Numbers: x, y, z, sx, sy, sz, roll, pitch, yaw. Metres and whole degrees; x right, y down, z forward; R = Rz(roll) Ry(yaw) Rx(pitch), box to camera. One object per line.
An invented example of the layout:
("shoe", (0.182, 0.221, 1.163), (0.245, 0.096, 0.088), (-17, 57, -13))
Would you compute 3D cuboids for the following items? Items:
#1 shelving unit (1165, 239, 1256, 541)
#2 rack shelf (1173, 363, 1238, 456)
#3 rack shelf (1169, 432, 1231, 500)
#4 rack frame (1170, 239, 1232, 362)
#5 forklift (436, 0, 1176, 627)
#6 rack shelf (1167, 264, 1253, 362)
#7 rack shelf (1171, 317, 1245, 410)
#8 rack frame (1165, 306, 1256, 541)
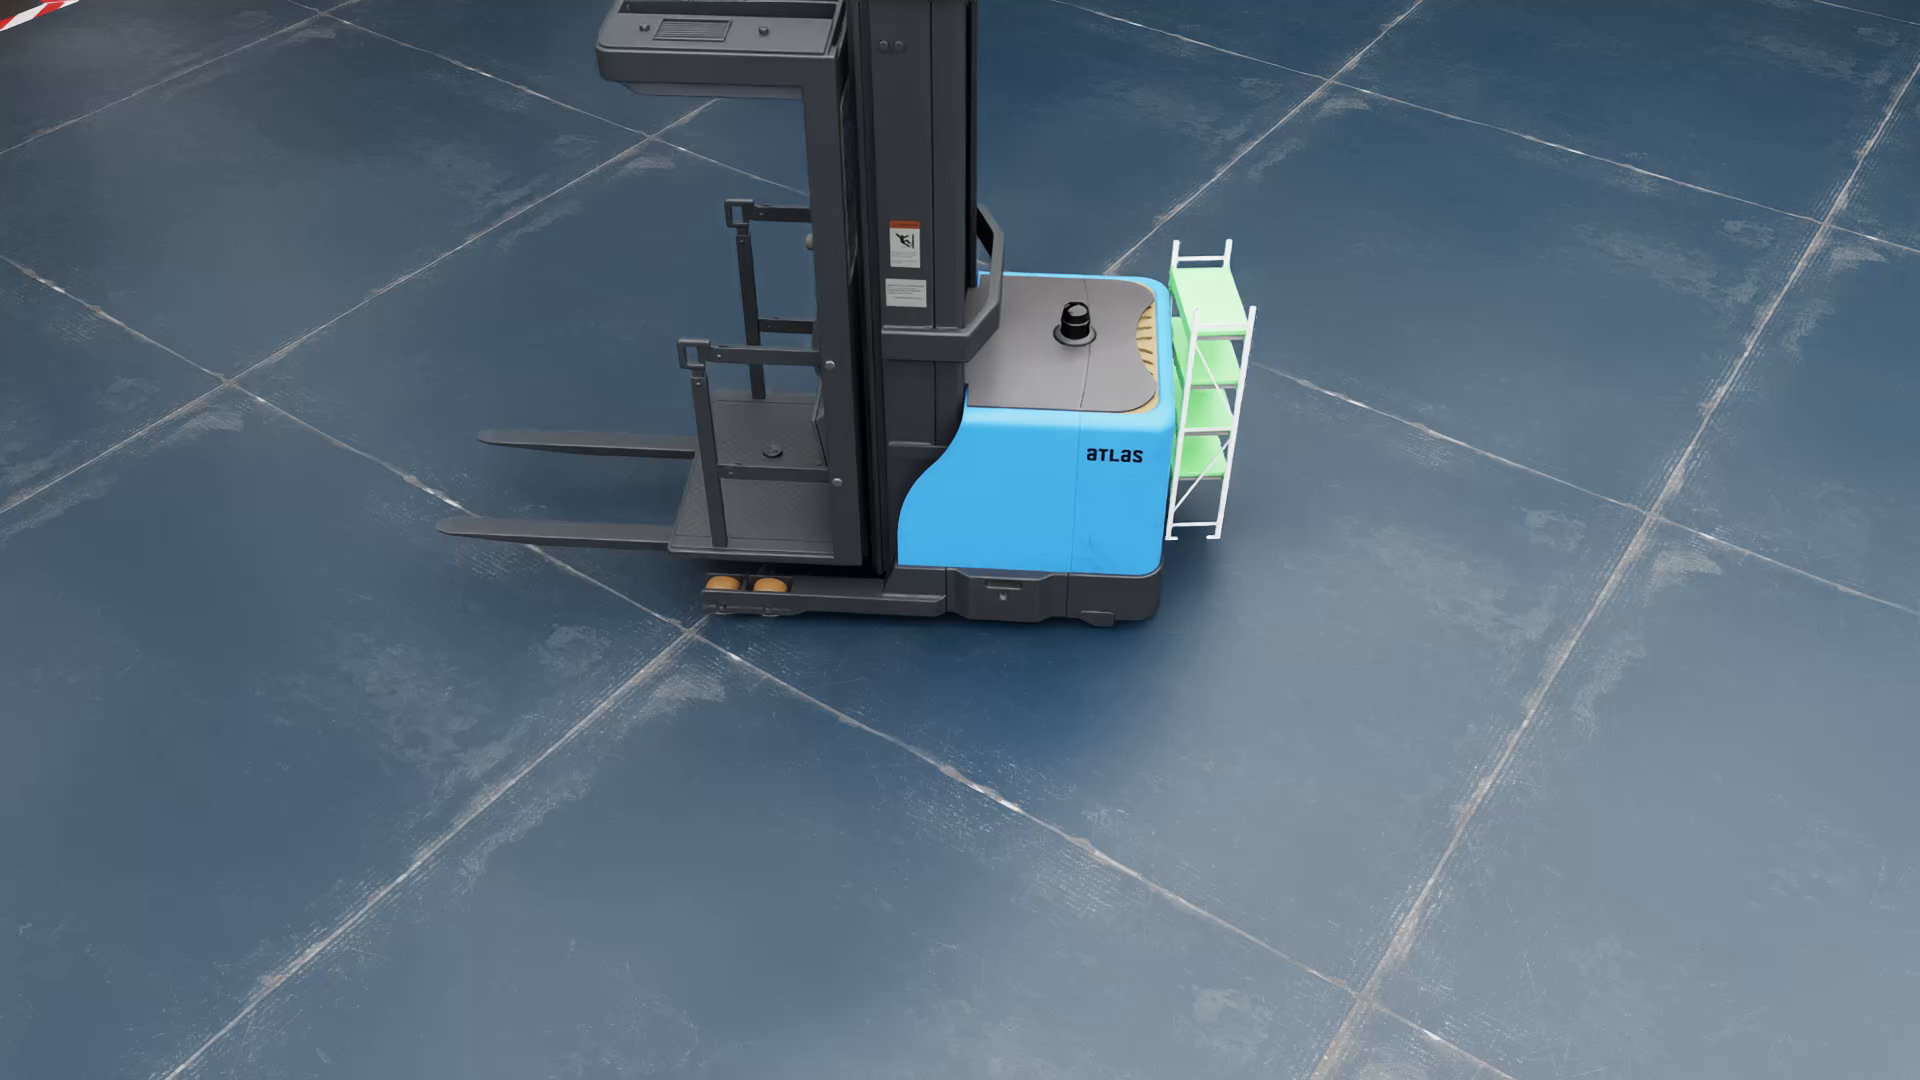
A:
("shelving unit", (1.005, -0.616, 7.036), (0.258, 1.200, 0.503), (-2, 42, -3))
("rack shelf", (1.004, -0.568, 7.078), (0.258, 0.148, 0.480), (-2, 42, -3))
("rack shelf", (1.001, -0.389, 7.238), (0.258, 0.148, 0.480), (-2, 42, -3))
("rack frame", (0.989, -0.778, 7.217), (0.240, 1.200, 0.015), (-2, 42, -3))
("forklift", (-0.665, -1.123, 6.306), (3.031, 2.935, 1.130), (3, 42, 3))
("rack shelf", (1.011, -0.926, 6.759), (0.258, 0.148, 0.480), (-2, 42, -3))
("rack shelf", (1.007, -0.747, 6.919), (0.258, 0.148, 0.480), (-2, 42, -3))
("rack frame", (1.022, -0.454, 6.854), (0.240, 1.200, 0.015), (-2, 42, -3))
